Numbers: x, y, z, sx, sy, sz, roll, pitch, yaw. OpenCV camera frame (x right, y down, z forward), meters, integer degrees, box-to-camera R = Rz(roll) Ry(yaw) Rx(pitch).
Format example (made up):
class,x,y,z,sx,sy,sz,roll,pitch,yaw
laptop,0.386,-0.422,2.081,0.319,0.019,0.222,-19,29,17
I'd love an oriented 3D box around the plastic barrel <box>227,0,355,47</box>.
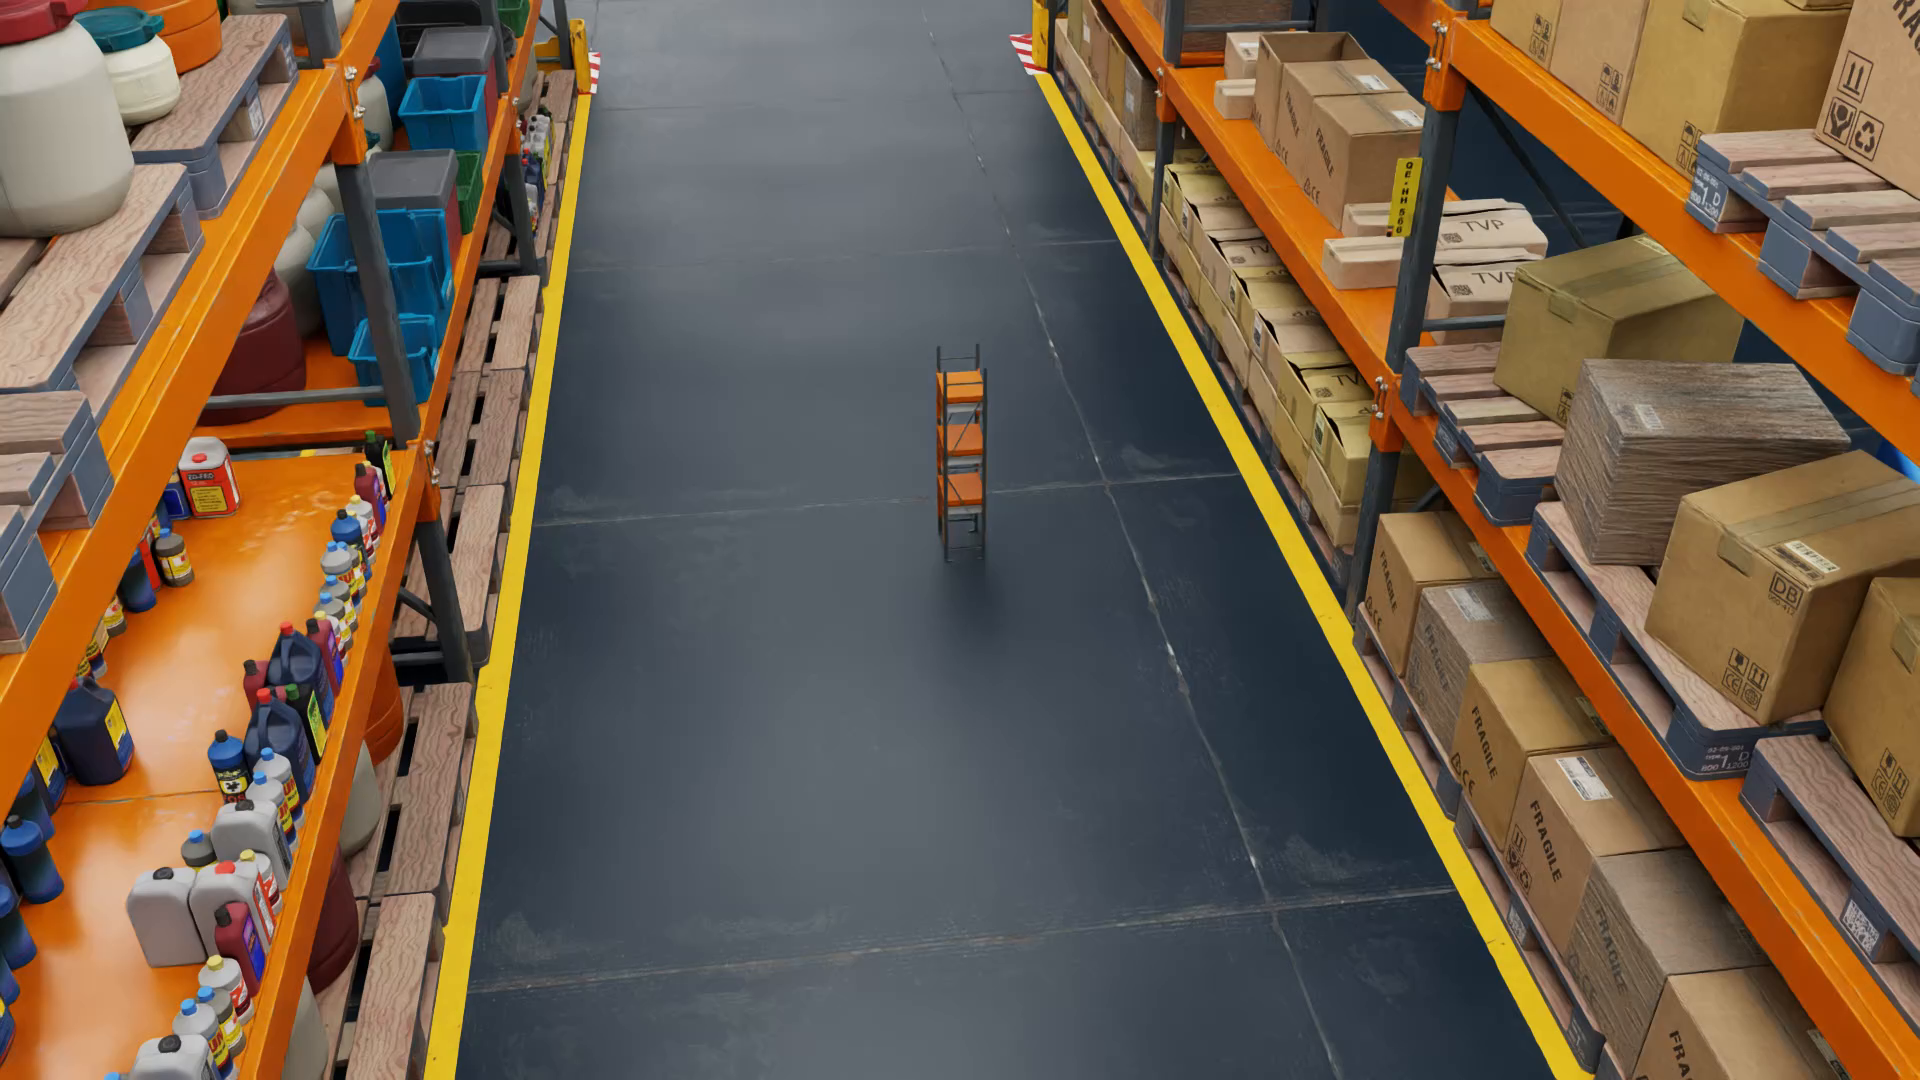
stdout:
class,x,y,z,sx,sy,sz,roll,pitch,yaw
plastic barrel,-2.354,-2.017,5.783,0.421,0.512,0.421,0,34,0

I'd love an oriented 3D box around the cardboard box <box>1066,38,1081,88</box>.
class,x,y,z,sx,sy,sz,roll,pitch,yaw
cardboard box,1.140,-3.814,13.252,0.500,0.250,0.500,-4,35,-6

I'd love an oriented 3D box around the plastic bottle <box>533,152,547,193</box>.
class,x,y,z,sx,sy,sz,roll,pitch,yaw
plastic bottle,-2.858,-2.508,11.289,0.061,0.283,0.133,-3,34,-4

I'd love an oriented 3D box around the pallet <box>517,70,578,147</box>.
class,x,y,z,sx,sy,sz,roll,pitch,yaw
pallet,-3.531,-3.354,12.984,1.003,0.211,1.213,-4,35,-6

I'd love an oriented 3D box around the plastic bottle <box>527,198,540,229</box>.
class,x,y,z,sx,sy,sz,roll,pitch,yaw
plastic bottle,-2.790,-2.117,10.786,0.097,0.201,0.097,0,34,0

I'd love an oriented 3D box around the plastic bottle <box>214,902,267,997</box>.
class,x,y,z,sx,sy,sz,roll,pitch,yaw
plastic bottle,-1.824,1.013,4.203,0.061,0.283,0.133,-4,35,-6

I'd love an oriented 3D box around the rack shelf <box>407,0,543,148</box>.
class,x,y,z,sx,sy,sz,roll,pitch,yaw
rack shelf,-3.423,-3.585,11.486,1.077,0.370,4.000,-4,35,-6

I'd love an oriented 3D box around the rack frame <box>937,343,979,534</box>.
class,x,y,z,sx,sy,sz,roll,pitch,yaw
rack frame,-0.009,-0.472,8.010,0.200,1.050,0.008,-4,35,-6

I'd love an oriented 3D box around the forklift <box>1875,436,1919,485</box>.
class,x,y,z,sx,sy,sz,roll,pitch,yaw
forklift,5.313,-0.394,6.226,3.031,2.935,1.130,9,35,13

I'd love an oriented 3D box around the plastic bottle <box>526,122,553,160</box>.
class,x,y,z,sx,sy,sz,roll,pitch,yaw
plastic bottle,-2.985,-2.843,11.786,0.152,0.276,0.135,-5,35,-8

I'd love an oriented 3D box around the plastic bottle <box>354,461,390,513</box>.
class,x,y,z,sx,sy,sz,roll,pitch,yaw
plastic bottle,-2.141,-0.193,6.046,0.097,0.201,0.097,0,34,0

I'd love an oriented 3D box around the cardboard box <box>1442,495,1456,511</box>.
class,x,y,z,sx,sy,sz,roll,pitch,yaw
cardboard box,2.514,-0.259,8.036,0.500,0.250,0.500,-4,35,-7

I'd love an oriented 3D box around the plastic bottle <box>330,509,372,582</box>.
class,x,y,z,sx,sy,sz,roll,pitch,yaw
plastic bottle,-2.084,0.015,5.678,0.097,0.271,0.097,0,34,0

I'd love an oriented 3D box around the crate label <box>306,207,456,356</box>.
class,x,y,z,sx,sy,sz,roll,pitch,yaw
crate label,-2.482,-1.124,7.204,0.502,0.435,0.616,-4,35,-6

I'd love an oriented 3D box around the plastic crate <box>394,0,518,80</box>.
class,x,y,z,sx,sy,sz,roll,pitch,yaw
plastic crate,-3.098,-3.043,10.106,0.767,0.338,0.504,-4,35,-6

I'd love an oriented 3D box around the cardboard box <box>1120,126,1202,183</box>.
class,x,y,z,sx,sy,sz,roll,pitch,yaw
cardboard box,1.419,-2.699,11.616,0.500,0.250,0.500,-4,35,-6

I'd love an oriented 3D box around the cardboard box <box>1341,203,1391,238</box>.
class,x,y,z,sx,sy,sz,roll,pitch,yaw
cardboard box,2.066,-1.511,8.027,0.380,0.149,0.250,-2,34,-3

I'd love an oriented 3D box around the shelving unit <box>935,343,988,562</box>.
class,x,y,z,sx,sy,sz,roll,pitch,yaw
shelving unit,0.007,-0.404,7.911,0.215,1.050,0.252,-4,35,-6

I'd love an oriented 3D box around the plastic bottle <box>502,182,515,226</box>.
class,x,y,z,sx,sy,sz,roll,pitch,yaw
plastic bottle,-2.938,-2.207,10.846,0.061,0.283,0.133,-4,35,-6

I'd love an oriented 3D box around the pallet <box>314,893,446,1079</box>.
class,x,y,z,sx,sy,sz,roll,pitch,yaw
pallet,-2.308,1.734,5.518,1.003,0.211,1.213,-4,35,-6

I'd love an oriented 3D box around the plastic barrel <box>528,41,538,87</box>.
class,x,y,z,sx,sy,sz,roll,pitch,yaw
plastic barrel,-3.528,-3.783,12.973,0.421,0.512,0.421,0,34,0

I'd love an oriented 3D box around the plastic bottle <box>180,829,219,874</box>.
class,x,y,z,sx,sy,sz,roll,pitch,yaw
plastic bottle,-2.039,0.866,4.492,0.097,0.201,0.097,0,34,0

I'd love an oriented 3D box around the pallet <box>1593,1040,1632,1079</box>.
class,x,y,z,sx,sy,sz,roll,pitch,yaw
pallet,2.684,2.026,5.090,1.003,0.211,1.213,-4,35,-6

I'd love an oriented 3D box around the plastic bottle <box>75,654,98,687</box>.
class,x,y,z,sx,sy,sz,roll,pitch,yaw
plastic bottle,-2.765,0.367,5.162,0.097,0.271,0.097,0,34,0

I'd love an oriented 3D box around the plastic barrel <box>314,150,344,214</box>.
class,x,y,z,sx,sy,sz,roll,pitch,yaw
plastic barrel,-3.086,-1.621,7.845,0.433,0.535,0.433,0,34,0

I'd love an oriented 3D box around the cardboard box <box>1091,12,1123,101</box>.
class,x,y,z,sx,sy,sz,roll,pitch,yaw
cardboard box,1.268,-3.566,12.221,0.500,0.500,0.500,-4,35,-6

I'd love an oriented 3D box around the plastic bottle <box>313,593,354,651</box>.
class,x,y,z,sx,sy,sz,roll,pitch,yaw
plastic bottle,-2.032,0.261,5.379,0.097,0.201,0.097,0,34,0

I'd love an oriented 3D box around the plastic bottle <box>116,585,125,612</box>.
class,x,y,z,sx,sy,sz,roll,pitch,yaw
plastic bottle,-2.843,0.116,5.520,0.061,0.283,0.133,-4,35,-6

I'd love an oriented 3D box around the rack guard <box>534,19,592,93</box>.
class,x,y,z,sx,sy,sz,roll,pitch,yaw
rack guard,-3.635,-3.927,13.568,1.175,0.500,0.348,-4,35,-6

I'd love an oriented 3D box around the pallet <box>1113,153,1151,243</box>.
class,x,y,z,sx,sy,sz,roll,pitch,yaw
pallet,1.690,-2.434,11.635,1.003,0.211,1.213,-4,35,-6

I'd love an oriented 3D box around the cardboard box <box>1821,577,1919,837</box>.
class,x,y,z,sx,sy,sz,roll,pitch,yaw
cardboard box,2.834,0.449,4.465,0.700,0.500,0.500,1,34,1

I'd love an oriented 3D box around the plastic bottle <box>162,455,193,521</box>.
class,x,y,z,sx,sy,sz,roll,pitch,yaw
plastic bottle,-2.878,-0.217,6.015,0.152,0.276,0.135,-4,35,-6

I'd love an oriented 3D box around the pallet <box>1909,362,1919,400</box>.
class,x,y,z,sx,sy,sz,roll,pitch,yaw
pallet,2.813,-0.207,3.393,1.213,0.211,1.003,-4,35,-6

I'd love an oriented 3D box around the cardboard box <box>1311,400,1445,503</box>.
class,x,y,z,sx,sy,sz,roll,pitch,yaw
cardboard box,1.978,-0.450,7.818,0.500,0.311,0.500,-3,34,-5

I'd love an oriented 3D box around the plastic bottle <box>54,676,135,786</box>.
class,x,y,z,sx,sy,sz,roll,pitch,yaw
plastic bottle,-2.541,0.529,4.855,0.144,0.351,0.185,-4,35,-6

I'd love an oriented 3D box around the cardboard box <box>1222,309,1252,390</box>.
class,x,y,z,sx,sy,sz,roll,pitch,yaw
cardboard box,1.771,-1.075,9.233,0.500,0.250,0.500,-4,34,-5

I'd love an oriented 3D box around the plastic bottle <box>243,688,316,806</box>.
class,x,y,z,sx,sy,sz,roll,pitch,yaw
plastic bottle,-1.962,0.587,4.769,0.144,0.351,0.185,-4,35,-6

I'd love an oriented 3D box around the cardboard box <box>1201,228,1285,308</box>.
class,x,y,z,sx,sy,sz,roll,pitch,yaw
cardboard box,1.697,-1.591,9.491,0.500,0.311,0.500,-5,35,-8

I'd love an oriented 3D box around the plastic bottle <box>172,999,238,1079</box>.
class,x,y,z,sx,sy,sz,roll,pitch,yaw
plastic bottle,-1.800,1.193,3.951,0.097,0.271,0.097,0,34,0

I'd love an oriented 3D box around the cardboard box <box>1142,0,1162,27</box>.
class,x,y,z,sx,sy,sz,roll,pitch,yaw
cardboard box,1.612,-3.722,10.959,0.700,0.500,0.500,-5,35,-7

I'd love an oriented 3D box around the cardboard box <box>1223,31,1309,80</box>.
class,x,y,z,sx,sy,sz,roll,pitch,yaw
cardboard box,1.864,-2.806,9.838,0.500,0.250,0.500,-2,34,-3

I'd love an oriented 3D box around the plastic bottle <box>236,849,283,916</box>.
class,x,y,z,sx,sy,sz,roll,pitch,yaw
plastic bottle,-1.876,0.909,4.429,0.097,0.201,0.097,0,34,0

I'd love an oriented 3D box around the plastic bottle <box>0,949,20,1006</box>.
class,x,y,z,sx,sy,sz,roll,pitch,yaw
plastic bottle,-2.447,1.050,4.160,0.097,0.271,0.097,0,34,0

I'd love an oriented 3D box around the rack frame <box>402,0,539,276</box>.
class,x,y,z,sx,sy,sz,roll,pitch,yaw
rack frame,-3.154,-2.767,9.646,1.000,3.000,0.127,-4,35,-6

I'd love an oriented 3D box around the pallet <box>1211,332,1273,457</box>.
class,x,y,z,sx,sy,sz,roll,pitch,yaw
pallet,2.060,-0.897,9.379,1.003,0.211,1.213,-4,35,-6

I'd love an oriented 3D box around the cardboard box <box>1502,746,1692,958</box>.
class,x,y,z,sx,sy,sz,roll,pitch,yaw
cardboard box,2.285,1.082,5.828,0.500,0.500,0.500,-5,35,-8

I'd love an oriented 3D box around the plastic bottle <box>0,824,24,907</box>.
class,x,y,z,sx,sy,sz,roll,pitch,yaw
plastic bottle,-2.618,0.864,4.429,0.152,0.276,0.135,-4,35,-6

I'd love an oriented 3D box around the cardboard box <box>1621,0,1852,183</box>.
class,x,y,z,sx,sy,sz,roll,pitch,yaw
cardboard box,2.524,-1.373,4.848,0.910,0.500,0.500,-4,35,-6

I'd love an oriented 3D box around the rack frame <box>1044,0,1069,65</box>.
class,x,y,z,sx,sy,sz,roll,pitch,yaw
rack frame,1.217,-5.372,13.469,1.000,3.000,0.127,-4,35,-6

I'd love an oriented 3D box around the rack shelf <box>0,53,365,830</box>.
class,x,y,z,sx,sy,sz,roll,pitch,yaw
rack shelf,-2.347,-0.361,4.091,1.077,0.370,4.000,-4,35,-6

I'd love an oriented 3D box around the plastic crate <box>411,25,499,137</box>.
class,x,y,z,sx,sy,sz,roll,pitch,yaw
plastic crate,-2.786,-2.546,9.266,0.402,0.464,0.583,-4,35,-6

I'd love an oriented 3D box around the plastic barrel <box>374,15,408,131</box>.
class,x,y,z,sx,sy,sz,roll,pitch,yaw
plastic barrel,-3.402,-2.735,9.155,0.600,0.901,0.708,-4,35,-6

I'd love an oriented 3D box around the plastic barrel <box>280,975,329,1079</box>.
class,x,y,z,sx,sy,sz,roll,pitch,yaw
plastic barrel,-2.217,1.530,5.177,0.421,0.512,0.421,0,34,0
